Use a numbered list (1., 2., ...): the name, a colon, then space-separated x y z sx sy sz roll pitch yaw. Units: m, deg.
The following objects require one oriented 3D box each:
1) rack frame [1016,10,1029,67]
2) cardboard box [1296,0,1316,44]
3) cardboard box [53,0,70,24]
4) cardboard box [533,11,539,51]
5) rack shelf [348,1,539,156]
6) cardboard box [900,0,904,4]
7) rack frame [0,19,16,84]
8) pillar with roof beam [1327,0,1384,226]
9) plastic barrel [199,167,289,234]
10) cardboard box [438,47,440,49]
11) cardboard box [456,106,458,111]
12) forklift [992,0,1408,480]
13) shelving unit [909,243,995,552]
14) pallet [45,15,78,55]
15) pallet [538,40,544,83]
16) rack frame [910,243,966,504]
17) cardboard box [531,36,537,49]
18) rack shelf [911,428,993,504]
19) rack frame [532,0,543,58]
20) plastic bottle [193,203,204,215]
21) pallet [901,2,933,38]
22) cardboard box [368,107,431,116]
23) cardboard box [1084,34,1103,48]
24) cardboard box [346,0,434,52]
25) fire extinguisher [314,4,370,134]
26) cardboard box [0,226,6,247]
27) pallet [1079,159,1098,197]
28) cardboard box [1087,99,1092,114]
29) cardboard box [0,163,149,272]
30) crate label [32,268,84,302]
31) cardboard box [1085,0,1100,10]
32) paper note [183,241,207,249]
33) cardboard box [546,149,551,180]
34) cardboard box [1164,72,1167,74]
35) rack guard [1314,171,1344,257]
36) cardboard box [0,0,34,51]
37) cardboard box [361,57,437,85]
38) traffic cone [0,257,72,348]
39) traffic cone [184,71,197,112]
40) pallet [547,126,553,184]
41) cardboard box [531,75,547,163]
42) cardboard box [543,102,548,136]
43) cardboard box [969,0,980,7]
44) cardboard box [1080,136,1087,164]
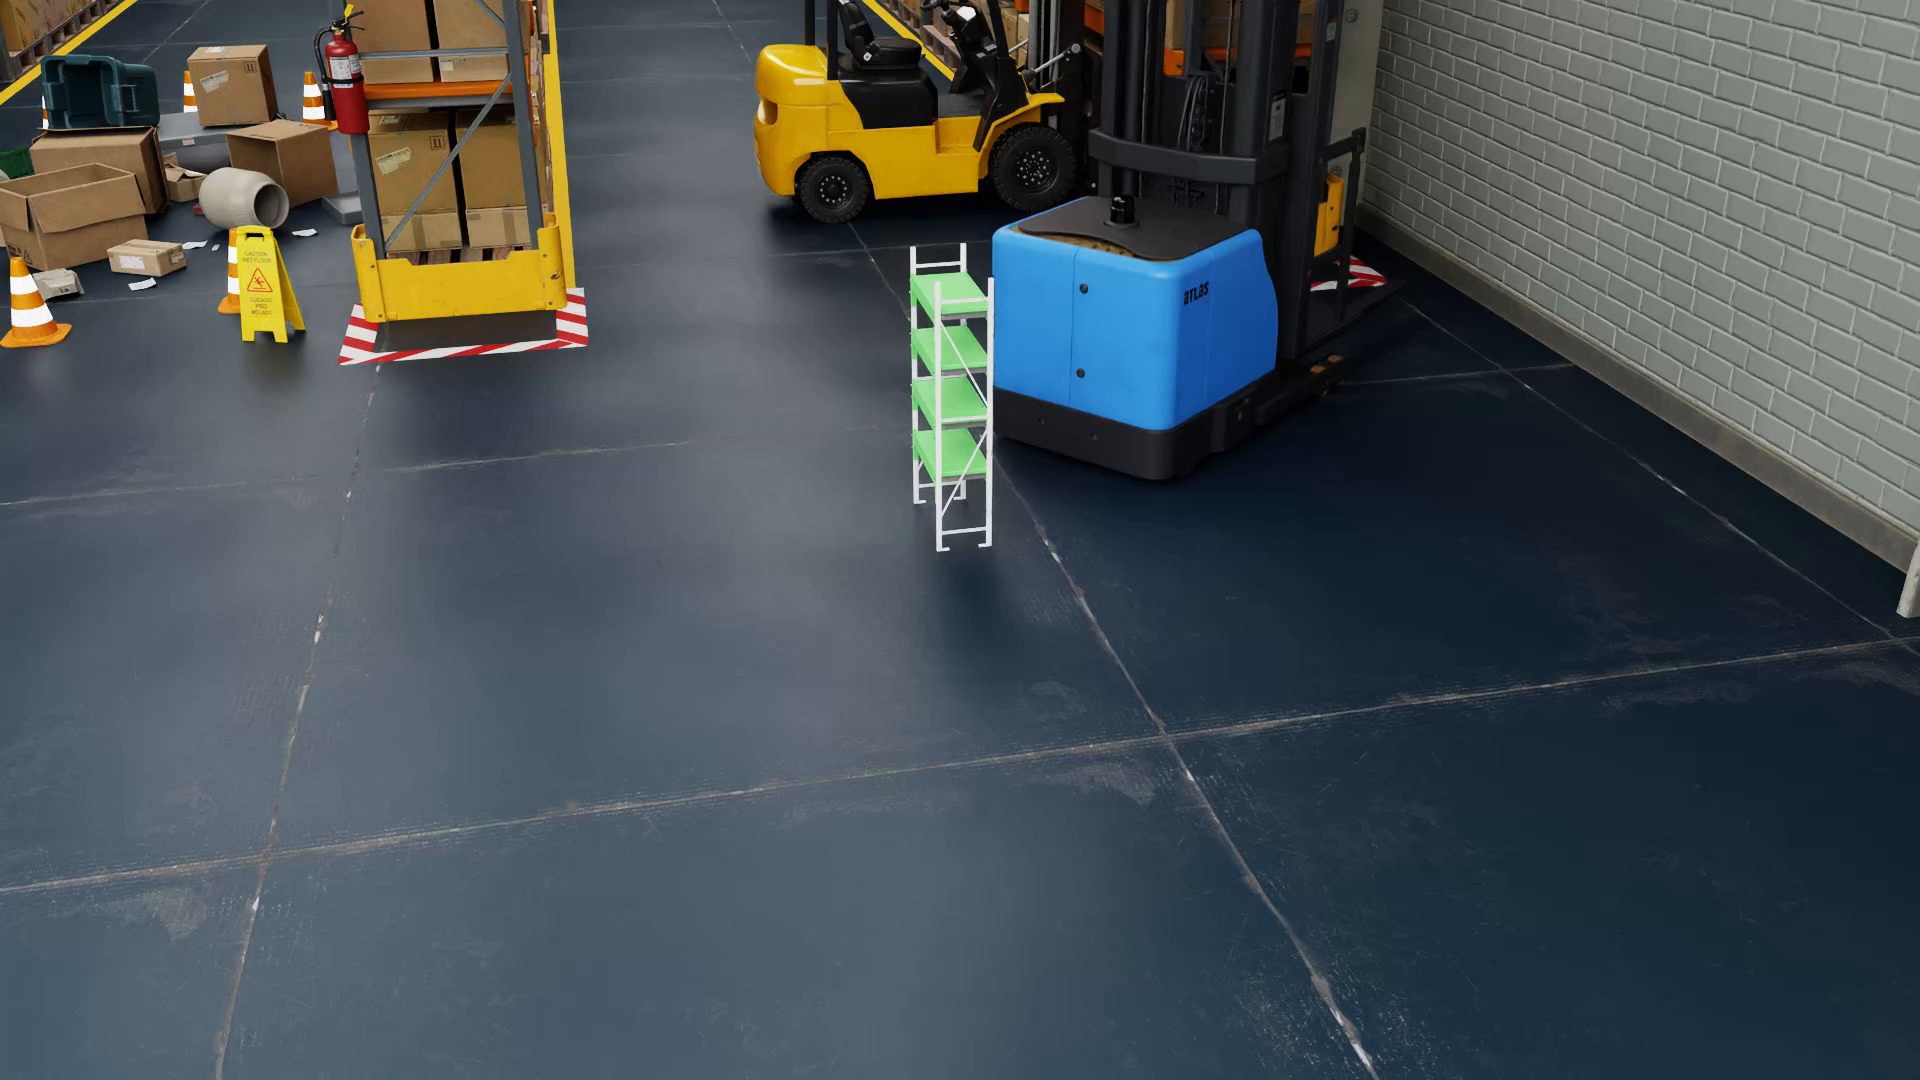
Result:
1. rack frame: 0.980 -4.976 13.779 1.000 3.000 0.127 -6 27 -12
2. cardboard box: 2.040 -3.510 10.764 0.500 0.500 0.500 -5 27 -10
3. cardboard box: -9.819 -5.756 17.633 0.500 0.500 0.500 -7 28 -13
4. cardboard box: -4.639 -4.991 16.260 0.950 0.372 0.625 -8 28 -15
5. rack shelf: -3.405 -3.271 11.199 1.077 0.370 4.000 -6 27 -12
6. cardboard box: -0.450 -6.417 18.943 0.500 0.500 0.500 -5 27 -9
7. rack frame: -9.557 -5.679 15.172 1.000 3.000 0.127 -6 27 -12
8. pillar with roof beam: -1.592 -5.858 8.869 9.100 9.000 0.400 -6 27 -12
9. plastic barrel: -4.894 -2.317 11.370 0.512 0.421 0.421 13 30 24
10. cardboard box: -2.900 -2.881 9.908 0.380 0.149 0.250 -6 27 -11
11. cardboard box: -3.616 -2.785 11.192 0.500 0.500 0.500 -7 28 -13
12. forklift: 1.437 -2.183 8.321 1.130 2.935 3.031 19 33 33
13. shelving unit: -0.037 -0.608 7.124 0.258 1.200 0.503 -6 27 -12
14. pallet: -10.003 -5.312 17.539 1.003 0.211 1.213 -6 27 -12
15. pallet: -4.582 -4.638 16.204 1.003 0.211 1.213 -6 27 -12
16. rack frame: -0.092 -0.715 7.336 0.240 1.200 0.015 -6 27 -12
17. cardboard box: -3.461 -3.532 12.672 0.500 0.500 0.500 -6 27 -12
18. rack shelf: -0.037 -0.337 7.261 0.258 0.148 0.480 -6 27 -12
19. rack frame: -4.757 -6.226 16.256 1.000 3.000 0.127 -6 27 -12
20. plastic bottle: -5.392 -2.401 11.939 0.133 0.061 0.283 -1 27 -3
21. pallet: -0.053 -5.818 18.543 1.003 0.211 1.213 -6 27 -12
22. cardboard box: -3.537 -2.778 10.458 0.380 0.149 0.250 -5 27 -10
23. cardboard box: 1.012 -3.695 12.717 0.500 0.250 0.500 -5 27 -10
24. cardboard box: -3.345 -3.102 9.625 0.500 0.500 0.500 -6 27 -13
25. fire extinguisher: -3.377 -2.582 9.123 0.296 0.674 0.183 -6 27 -12
26. cardboard box: -6.474 -2.135 11.185 0.396 0.266 0.258 -1 27 -3
27. pallet: 1.397 -2.841 12.644 1.003 0.211 1.213 -6 27 -12
28. cardboard box: 1.228 -3.030 11.956 0.500 0.250 0.500 -7 28 -13
29. cardboard box: -5.816 -2.113 10.879 0.637 0.503 0.797 19 32 32
30. crate label: -5.550 -1.571 10.210 0.250 0.136 0.298 -23 35 -38
31. cardboard box: 1.167 -4.127 11.986 0.500 0.500 0.500 -6 27 -11
32. paper note: -5.152 -1.984 11.160 0.148 0.019 0.142 3 27 6
33. cardboard box: -3.109 -2.519 11.498 0.500 0.250 0.500 -4 27 -8
34. cardboard box: 1.353 -3.020 11.380 0.500 0.250 0.500 -5 27 -11
35. rack guard: 1.887 -2.093 10.842 1.175 0.500 0.348 -6 27 -12
36. cardboard box: -9.468 -5.087 16.307 0.500 0.500 0.500 -7 28 -14
37. cardboard box: -3.247 -2.744 9.637 0.380 0.149 0.250 -5 27 -10
38. traffic cone: -5.312 -1.377 9.465 0.336 0.463 0.334 -6 27 -12
39. traffic cone: -6.538 -3.765 14.196 0.336 0.463 0.334 -6 27 -12
40. pallet: -3.670 -2.934 12.828 1.003 0.211 1.213 -6 27 -12
41. cardboard box: -3.099 -2.851 11.323 0.500 0.500 0.500 -5 27 -11
42. cardboard box: -3.460 -3.198 12.842 0.500 0.250 0.500 -5 27 -9
43. cardboard box: 0.512 -5.002 16.001 0.875 0.625 0.625 -7 28 -14
44. cardboard box: 1.122 -3.019 12.488 0.500 0.250 0.500 -5 27 -10
